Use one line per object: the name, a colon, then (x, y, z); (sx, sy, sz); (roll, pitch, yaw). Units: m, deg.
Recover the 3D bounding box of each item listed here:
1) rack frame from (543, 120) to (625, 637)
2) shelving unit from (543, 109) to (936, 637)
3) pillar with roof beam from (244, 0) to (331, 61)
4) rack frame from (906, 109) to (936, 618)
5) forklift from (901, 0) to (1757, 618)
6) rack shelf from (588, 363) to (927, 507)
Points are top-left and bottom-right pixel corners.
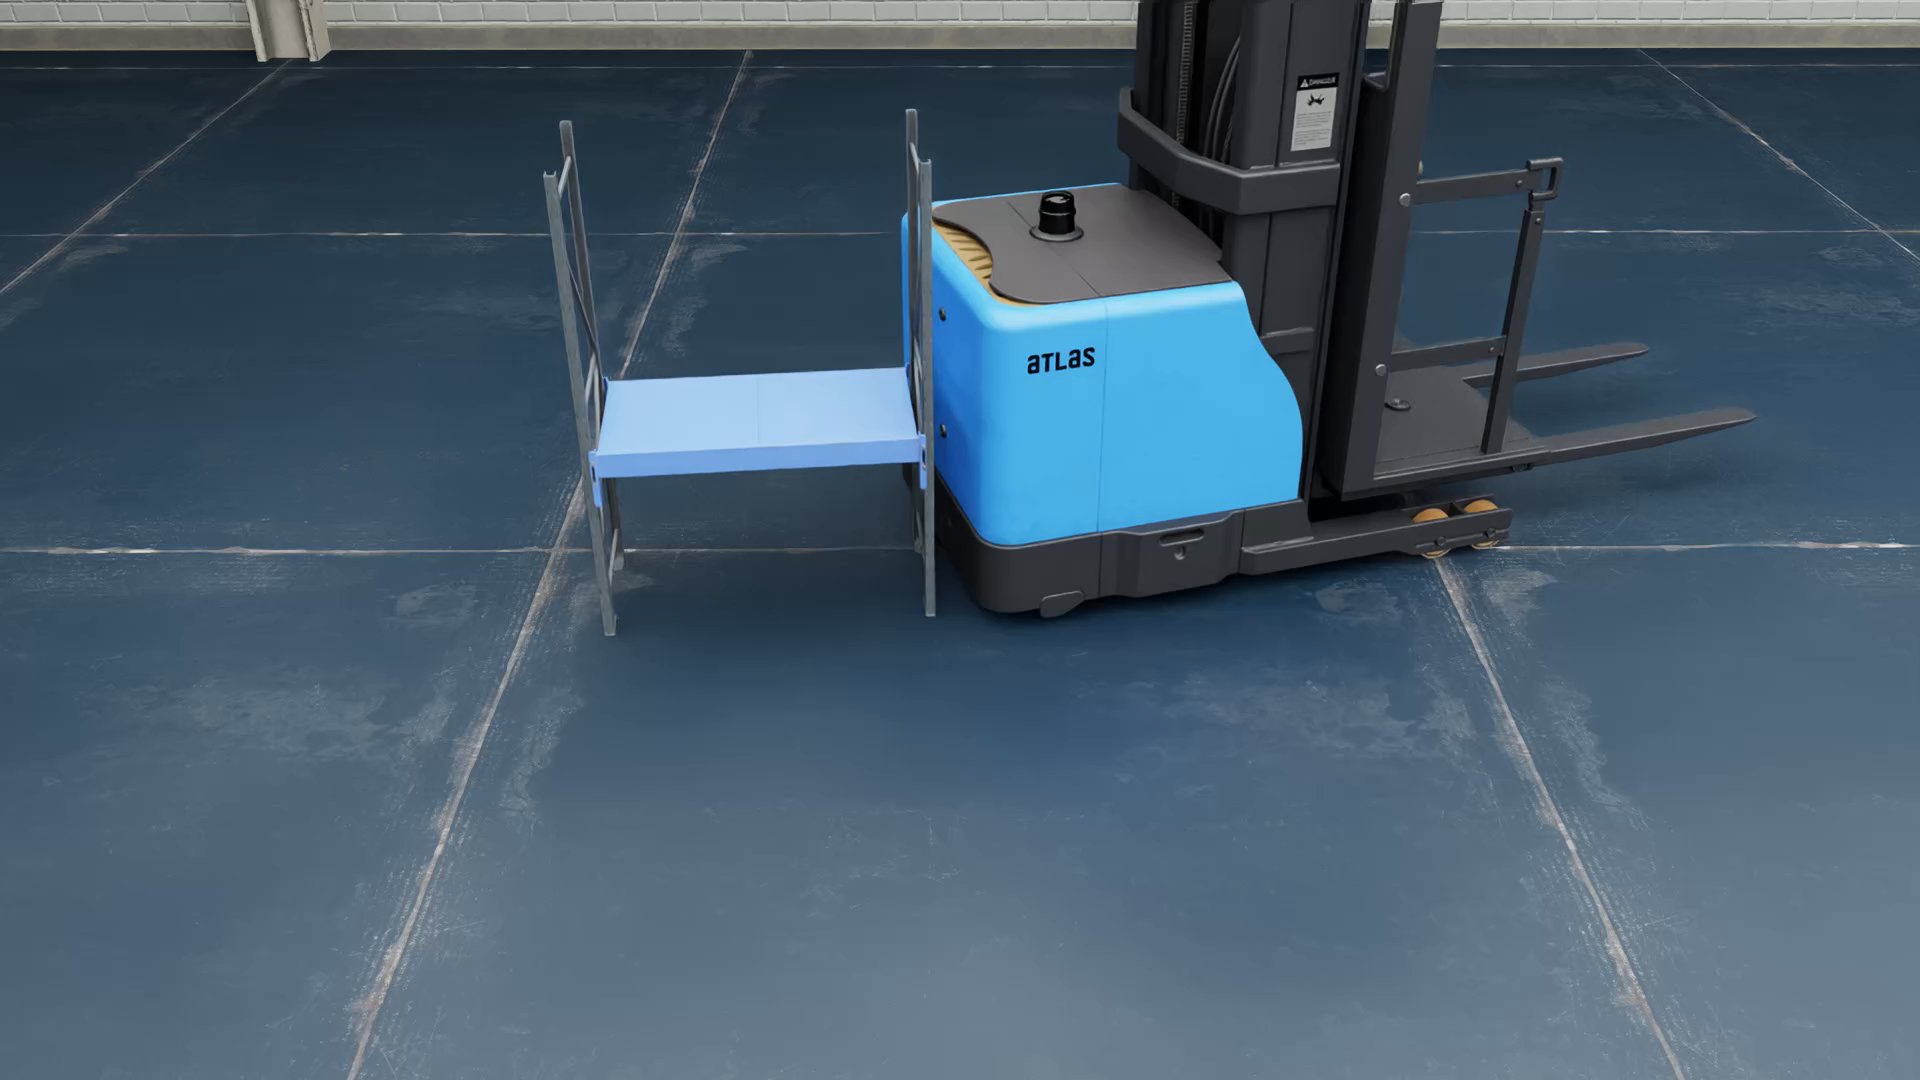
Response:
rack frame: (-1.132, -0.464, 5.069); (0.032, 1.500, 0.500); (-3, 31, -5)
shelving unit: (-0.626, -0.493, 5.116); (1.048, 1.500, 0.538); (-3, 31, -5)
pillar with roof beam: (-4.400, -4.845, 5.060); (0.400, 9.000, 9.100); (0, 31, 0)
rack frame: (-0.121, -0.521, 5.163); (0.032, 1.500, 0.500); (-3, 31, -5)
forklift: (1.367, -1.442, 5.302); (3.031, 2.935, 1.130); (-9, 32, -15)
rack shelf: (-0.626, -0.339, 5.210); (1.000, 0.185, 0.538); (-3, 31, -5)
